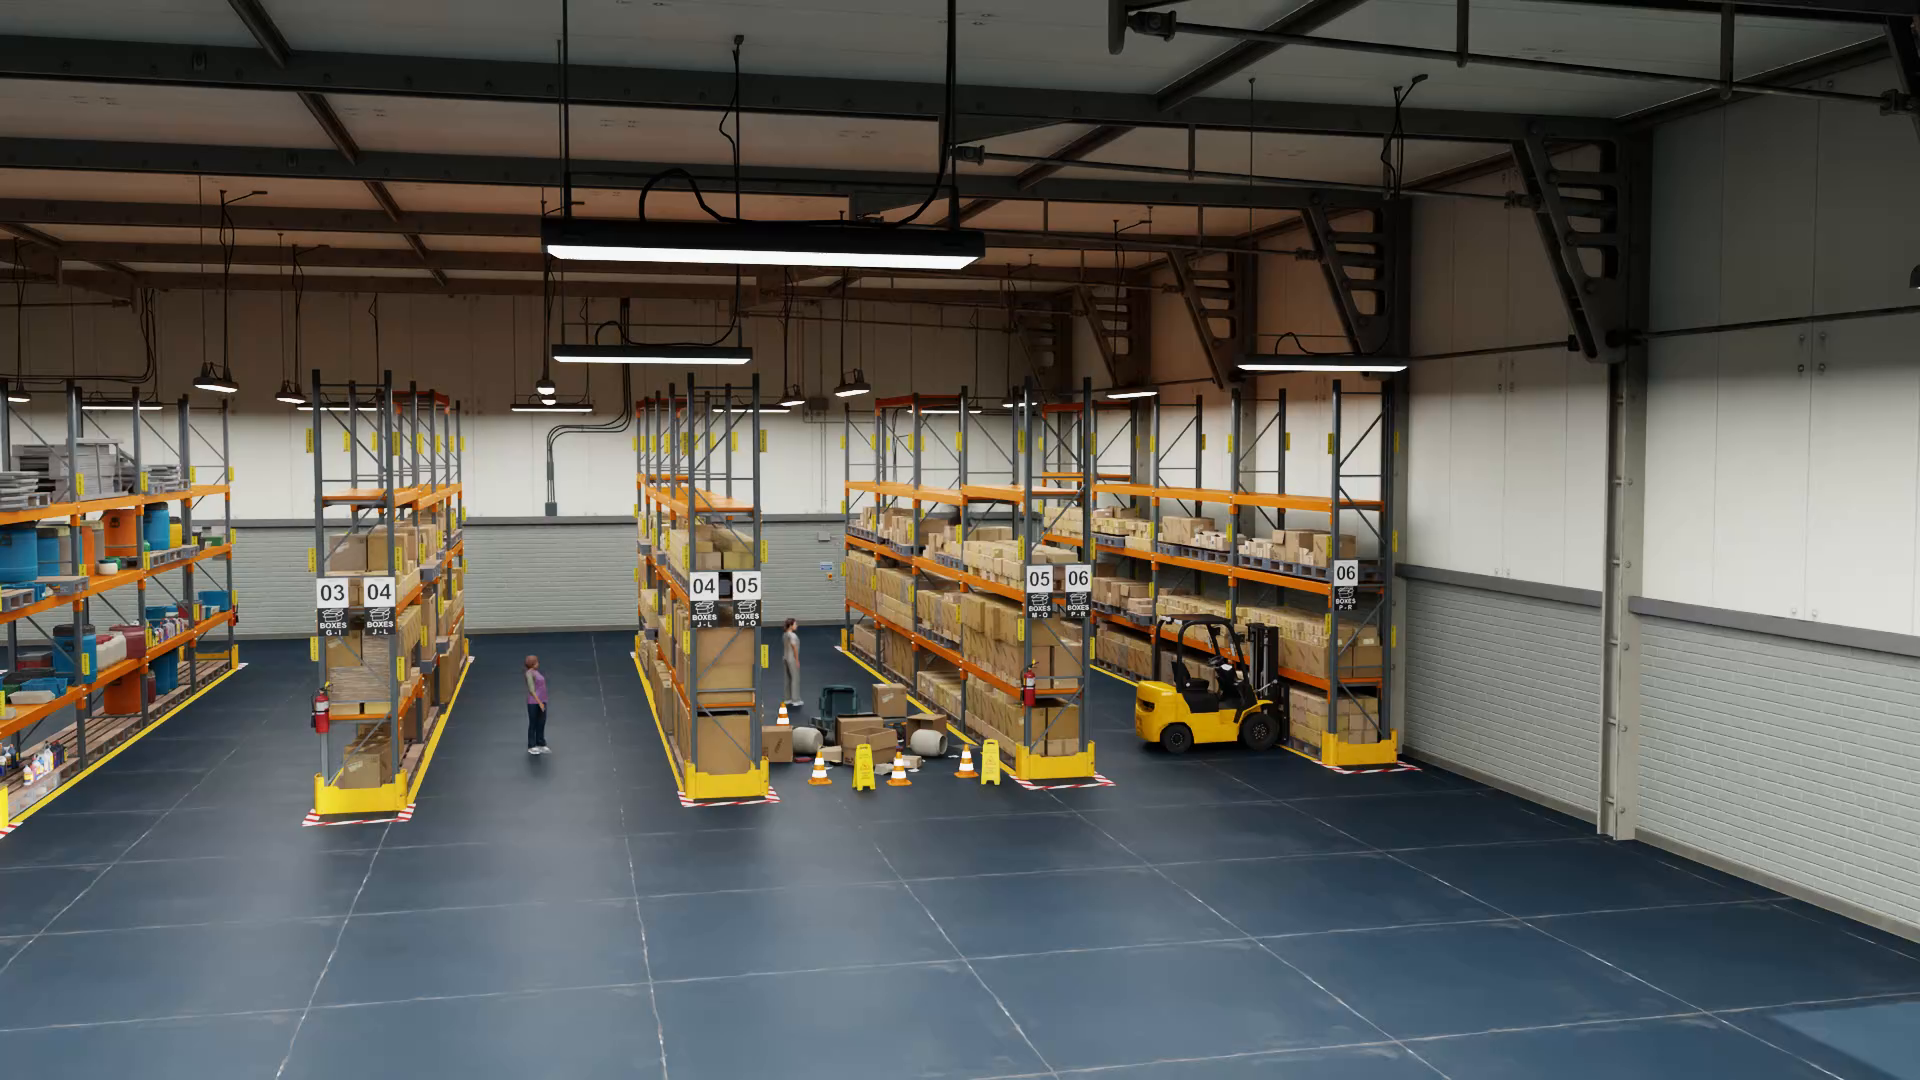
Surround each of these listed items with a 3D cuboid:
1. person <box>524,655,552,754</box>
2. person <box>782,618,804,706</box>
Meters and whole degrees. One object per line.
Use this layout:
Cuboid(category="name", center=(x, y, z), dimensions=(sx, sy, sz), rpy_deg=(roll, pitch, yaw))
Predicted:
Cuboid(category="person", center=(-6.799, 2.681, 26.850), dimensions=(0.483, 1.590, 0.493), rpy_deg=(1, 4, 23))
Cuboid(category="person", center=(-3.199, 2.321, 31.831), dimensions=(0.398, 1.675, 0.493), rpy_deg=(-2, 4, -35))
